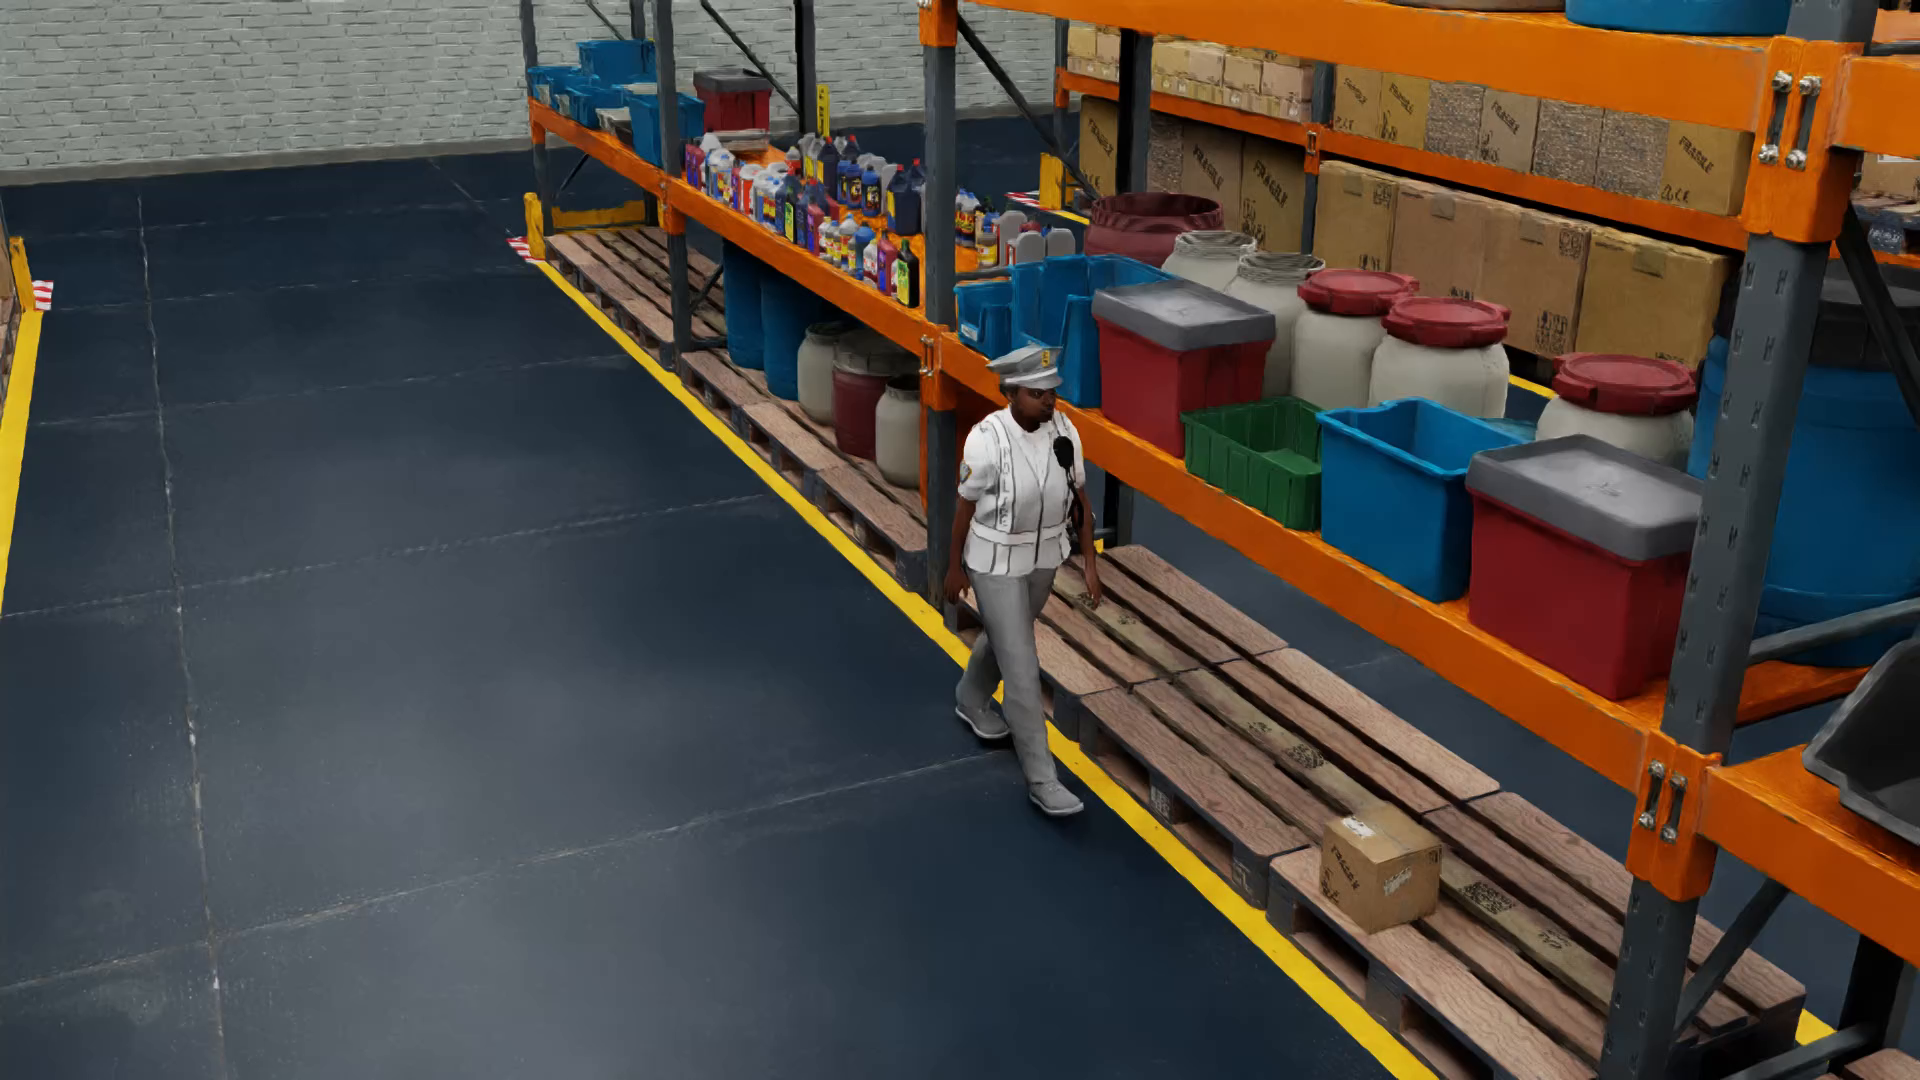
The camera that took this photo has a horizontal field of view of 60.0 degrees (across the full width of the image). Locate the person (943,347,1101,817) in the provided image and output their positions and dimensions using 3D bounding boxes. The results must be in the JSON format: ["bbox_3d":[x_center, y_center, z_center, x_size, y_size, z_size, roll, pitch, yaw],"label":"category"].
[{"bbox_3d":[0.257,0.084,5.876,0.465,1.625,0.941,-14,26,-31],"label":"person"}]
